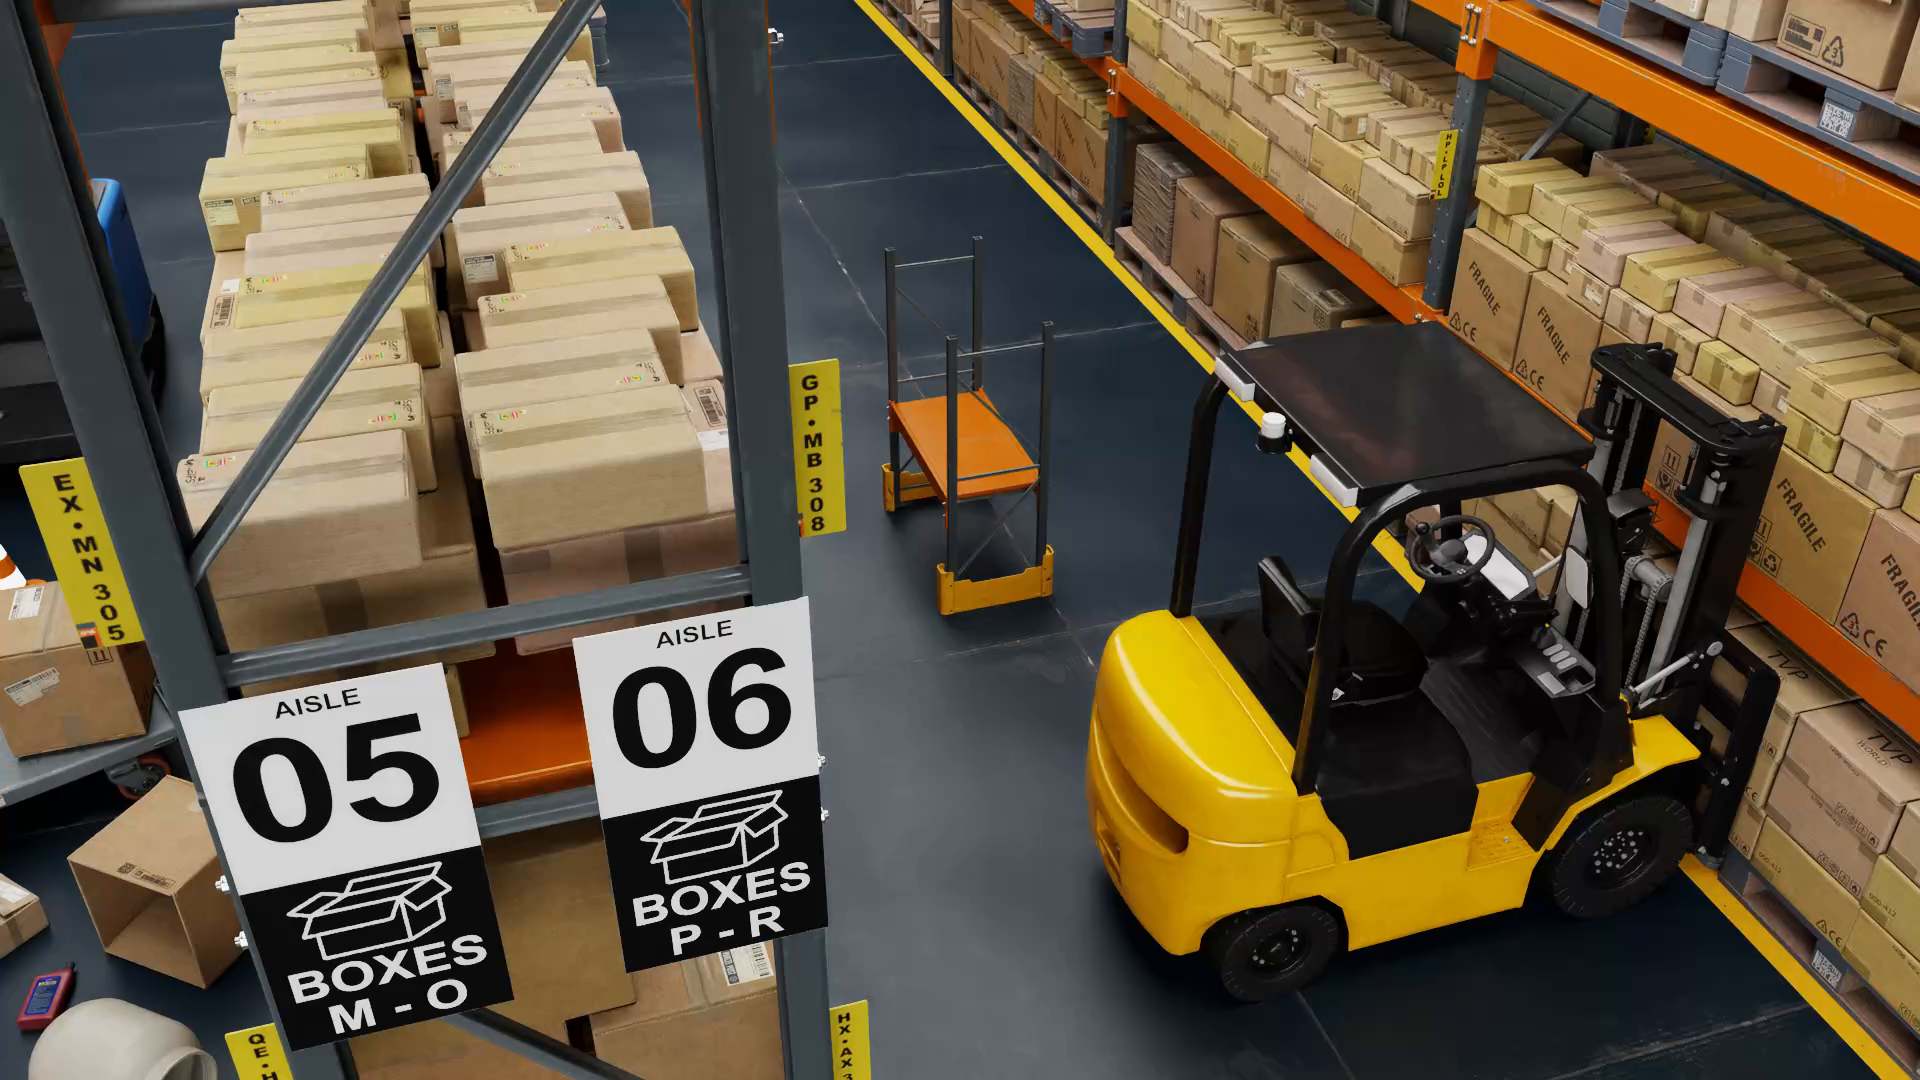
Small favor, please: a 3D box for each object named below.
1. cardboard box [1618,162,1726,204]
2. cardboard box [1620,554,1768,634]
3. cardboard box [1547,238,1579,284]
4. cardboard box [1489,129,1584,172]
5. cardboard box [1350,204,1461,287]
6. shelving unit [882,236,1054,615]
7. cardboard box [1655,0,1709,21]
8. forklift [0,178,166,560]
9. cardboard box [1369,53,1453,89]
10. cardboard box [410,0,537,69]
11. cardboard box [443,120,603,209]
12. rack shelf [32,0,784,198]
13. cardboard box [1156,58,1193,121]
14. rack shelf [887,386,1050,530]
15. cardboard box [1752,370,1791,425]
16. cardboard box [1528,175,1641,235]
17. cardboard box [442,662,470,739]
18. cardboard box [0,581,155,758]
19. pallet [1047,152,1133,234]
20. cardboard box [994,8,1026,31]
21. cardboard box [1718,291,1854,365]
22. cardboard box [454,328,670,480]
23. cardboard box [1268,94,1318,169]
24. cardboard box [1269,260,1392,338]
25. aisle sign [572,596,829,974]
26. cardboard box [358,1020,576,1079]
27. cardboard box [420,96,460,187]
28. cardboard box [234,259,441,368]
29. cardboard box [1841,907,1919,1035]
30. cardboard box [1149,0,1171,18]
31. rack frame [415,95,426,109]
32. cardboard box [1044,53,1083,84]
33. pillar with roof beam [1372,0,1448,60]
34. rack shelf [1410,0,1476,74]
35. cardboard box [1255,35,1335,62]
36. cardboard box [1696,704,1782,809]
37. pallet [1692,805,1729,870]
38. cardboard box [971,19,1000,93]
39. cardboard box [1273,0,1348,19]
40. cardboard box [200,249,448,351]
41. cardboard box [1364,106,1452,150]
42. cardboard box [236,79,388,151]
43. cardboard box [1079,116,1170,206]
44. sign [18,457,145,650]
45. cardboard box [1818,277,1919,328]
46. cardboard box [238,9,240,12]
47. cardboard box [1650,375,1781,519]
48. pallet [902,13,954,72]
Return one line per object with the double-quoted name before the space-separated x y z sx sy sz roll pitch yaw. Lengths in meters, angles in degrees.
"cardboard box" 3.169 -1.556 7.435 0.380 0.149 0.250 -11 35 -16
"cardboard box" 3.058 0.293 6.792 0.500 0.250 0.500 -11 35 -16
"cardboard box" 2.780 -1.208 7.178 0.380 0.149 0.250 -10 35 -15
"cardboard box" 2.844 -1.908 8.237 0.380 0.149 0.250 -11 35 -16
"cardboard box" 2.344 -1.533 8.485 0.500 0.250 0.500 -9 35 -14
"shelving unit" 0.023 -0.586 8.276 0.587 1.500 1.083 -10 35 -15
"cardboard box" 2.829 -2.048 6.164 0.380 0.149 0.250 -9 35 -13
"forklift" -5.201 -1.698 8.662 1.130 2.935 3.031 -10 35 -14
"cardboard box" 2.506 -2.586 9.264 0.380 0.149 0.250 -10 35 -15
"cardboard box" -1.528 -1.612 5.253 0.380 0.149 0.250 -9 35 -14
"cardboard box" -1.107 -0.942 4.239 0.380 0.149 0.250 -9 35 -14
"rack shelf" -1.369 -1.689 3.800 1.077 0.370 4.000 -10 35 -15
"cardboard box" 1.578 -2.873 10.514 0.500 0.250 0.500 -11 35 -16
"rack shelf" 0.026 -0.431 8.368 0.538 0.185 1.000 -10 35 -15
"cardboard box" 3.190 -0.538 6.164 0.380 0.149 0.250 -10 35 -15
"cardboard box" 2.744 -1.475 7.312 0.380 0.149 0.250 -9 35 -14
"cardboard box" -1.134 0.275 3.120 0.380 0.149 0.250 -10 35 -15
"cardboard box" -3.665 0.504 6.847 0.500 0.500 0.500 -10 35 -15
"pallet" 1.335 -2.710 12.659 1.003 0.211 1.213 -10 35 -15
"cardboard box" 0.507 -4.338 13.892 0.380 0.149 0.250 -11 35 -16
"cardboard box" 3.123 -0.803 6.296 0.380 0.149 0.250 -10 35 -15
"cardboard box" -0.765 -0.268 3.218 0.380 0.149 0.250 -10 35 -15
"cardboard box" 2.040 -2.274 9.153 0.500 0.250 0.500 -9 35 -14
"cardboard box" 2.348 -1.240 9.679 0.875 0.625 0.625 -10 35 -15
"aisle sign" -0.445 0.458 2.978 0.394 0.787 0.004 -10 35 -15
"cardboard box" -1.187 1.158 3.917 0.500 0.500 0.500 -11 35 -16
"cardboard box" -1.291 -1.129 4.884 0.500 0.250 0.500 -11 35 -16
"cardboard box" -1.309 -0.460 3.509 0.380 0.149 0.250 -10 35 -14
"cardboard box" 3.523 1.504 5.867 0.500 0.250 0.500 -10 35 -14
"cardboard box" 1.426 -3.430 10.542 0.380 0.149 0.250 -9 35 -14
"rack frame" -1.979 -0.538 6.844 1.000 3.000 0.127 -10 35 -15
"cardboard box" 0.870 -3.655 12.859 0.380 0.149 0.250 -11 35 -15
"pillar with roof beam" -1.317 -4.721 7.732 9.100 9.000 0.400 -10 35 -15
"rack shelf" 2.137 -3.376 9.070 1.077 0.370 4.000 -10 35 -15
"cardboard box" 1.919 -2.774 9.548 0.380 0.149 0.250 -10 35 -15
"cardboard box" 3.201 0.753 6.549 0.500 0.250 0.500 -11 35 -16
"pallet" 3.326 0.855 7.265 1.003 0.211 1.213 -10 35 -15
"cardboard box" 0.412 -4.138 14.177 0.500 0.500 0.500 -10 35 -15
"cardboard box" 2.167 -3.269 10.296 0.380 0.149 0.250 -11 35 -16
"cardboard box" -1.487 -0.510 3.947 0.500 0.250 0.500 -9 35 -13
"cardboard box" 2.311 -2.099 8.526 0.380 0.149 0.250 -10 35 -15
"cardboard box" -1.744 -1.123 4.512 0.380 0.149 0.250 -11 35 -15
"cardboard box" 1.193 -2.793 12.142 0.500 0.500 0.500 -9 35 -13
"sign" -1.293 0.024 2.469 0.100 0.325 0.005 -10 35 -15
"cardboard box" 3.540 -0.878 6.410 0.380 0.149 0.250 -9 35 -13
"cardboard box" -2.194 -1.797 5.533 0.380 0.149 0.250 -11 35 -16
"cardboard box" 3.097 -0.336 6.446 0.500 0.500 0.500 -10 35 -14
"pallet" 0.098 -4.772 15.781 1.003 0.211 1.213 -10 35 -15
